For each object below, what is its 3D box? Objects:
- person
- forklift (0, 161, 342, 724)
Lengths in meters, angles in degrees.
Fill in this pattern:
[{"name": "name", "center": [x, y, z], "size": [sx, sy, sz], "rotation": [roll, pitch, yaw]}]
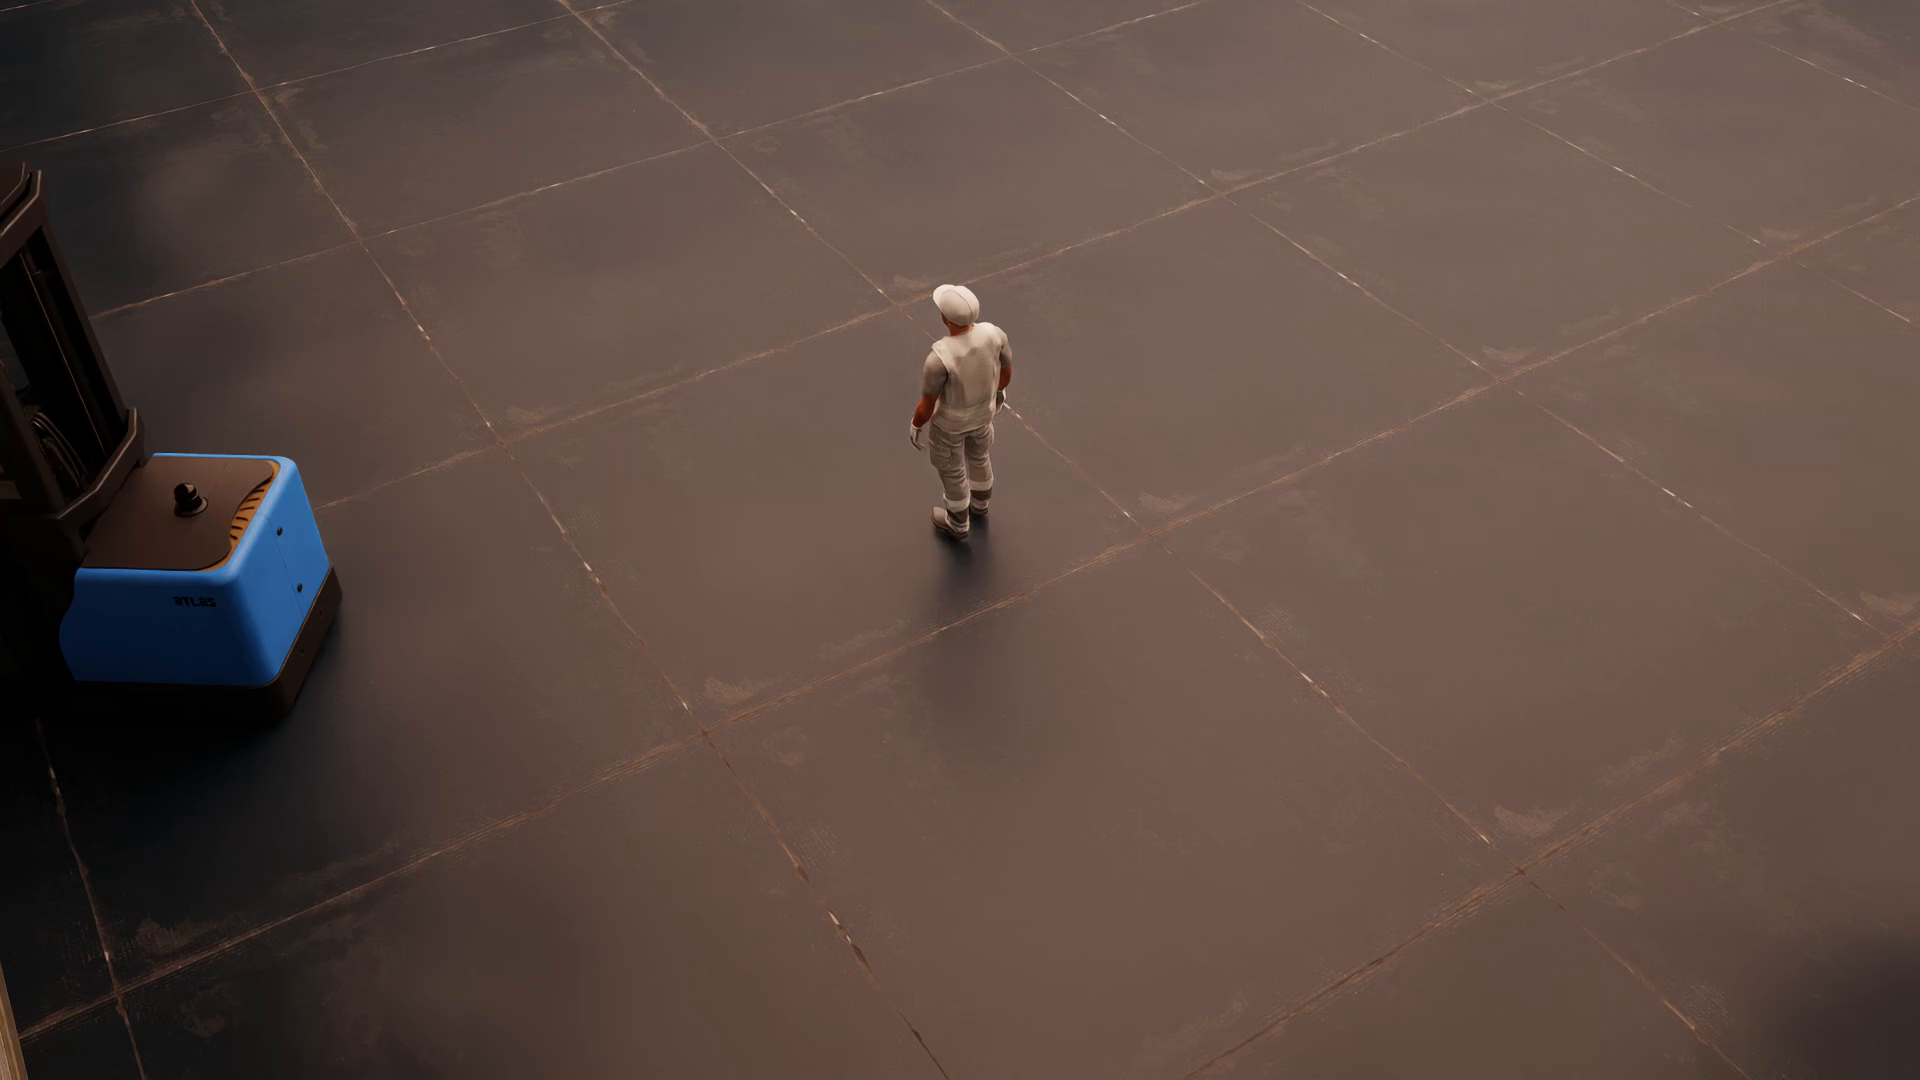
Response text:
[{"name": "person", "center": [-0.032, -0.758, 9.534], "size": [0.637, 1.787, 0.564], "rotation": [-23, 46, -24]}, {"name": "forklift", "center": [-5.100, -0.474, 8.414], "size": [3.031, 2.935, 1.130], "rotation": [2, 41, 2]}]
